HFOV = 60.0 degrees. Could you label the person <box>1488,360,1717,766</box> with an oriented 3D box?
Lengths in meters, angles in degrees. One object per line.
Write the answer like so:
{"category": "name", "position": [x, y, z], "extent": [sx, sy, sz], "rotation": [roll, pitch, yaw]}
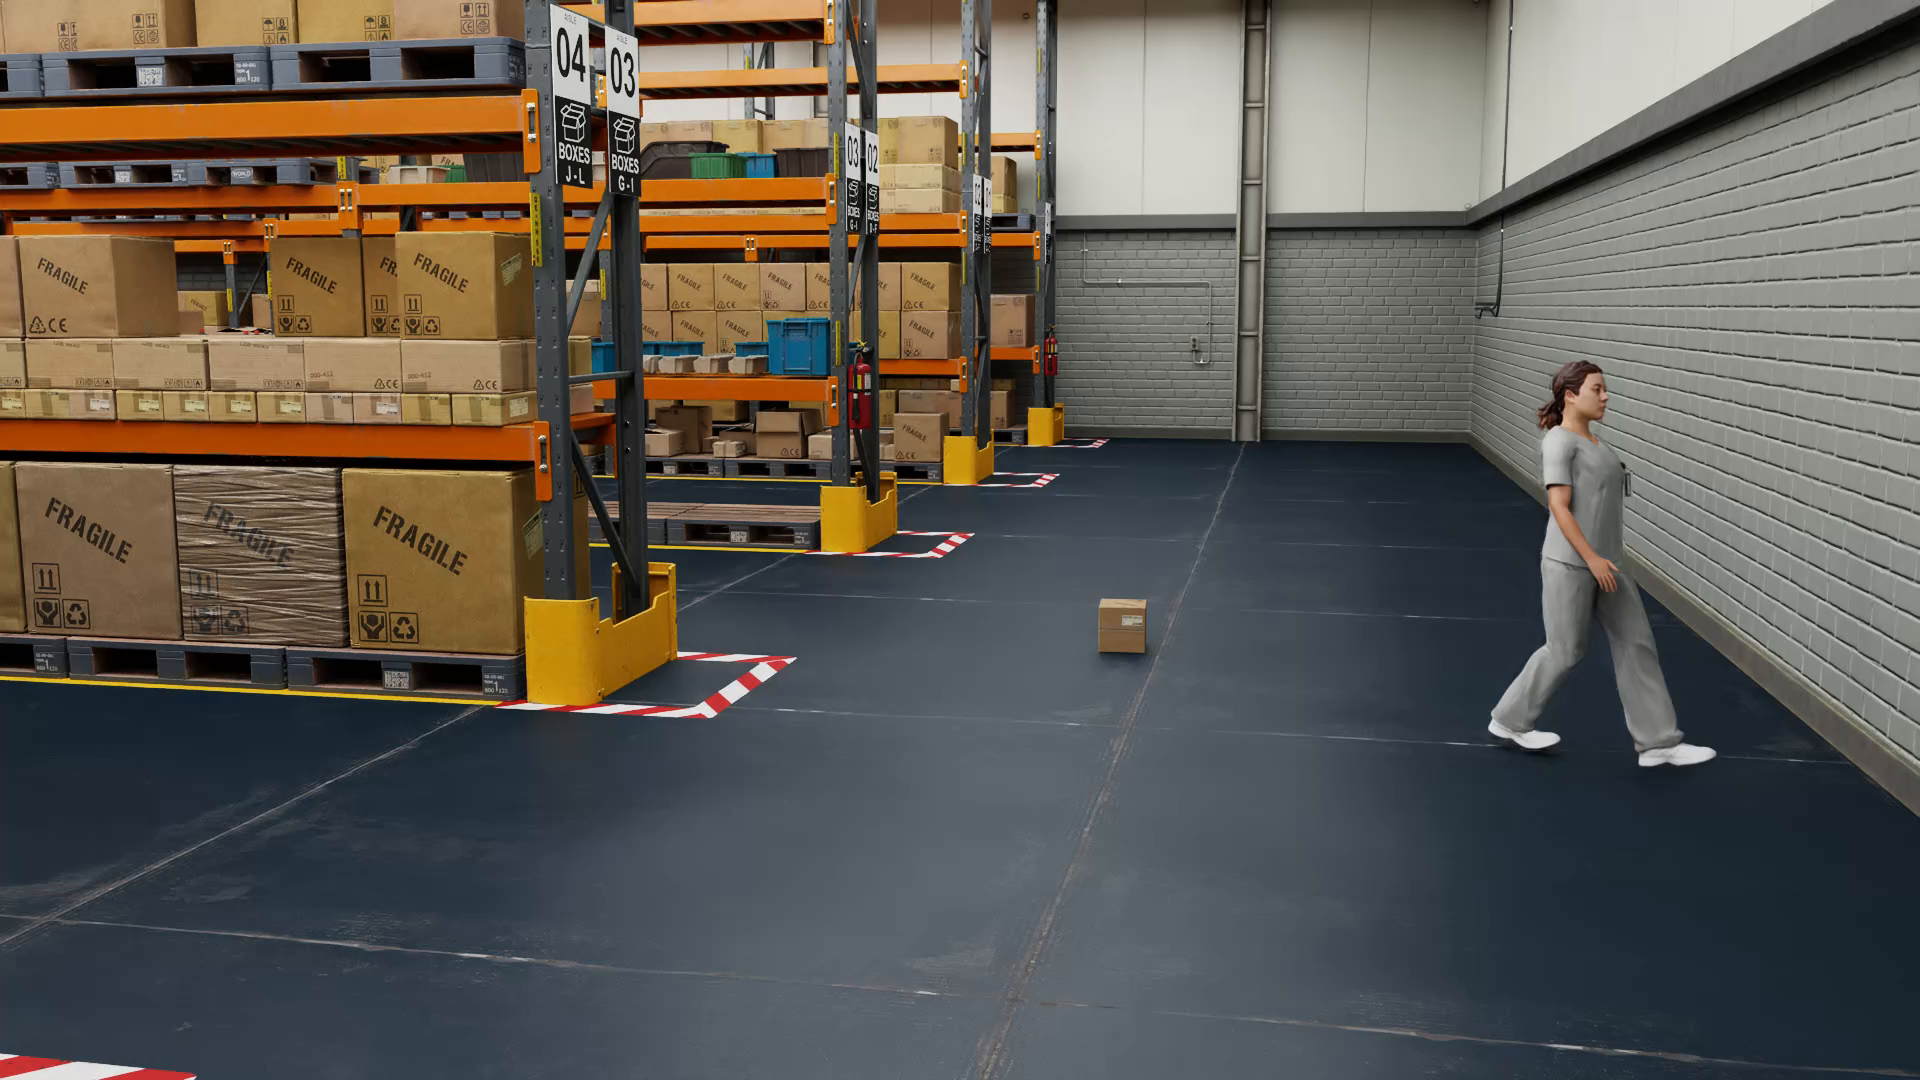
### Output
{"category": "person", "position": [2.594, 0.094, 6.681], "extent": [0.481, 1.617, 0.911], "rotation": [-7, 11, -40]}
